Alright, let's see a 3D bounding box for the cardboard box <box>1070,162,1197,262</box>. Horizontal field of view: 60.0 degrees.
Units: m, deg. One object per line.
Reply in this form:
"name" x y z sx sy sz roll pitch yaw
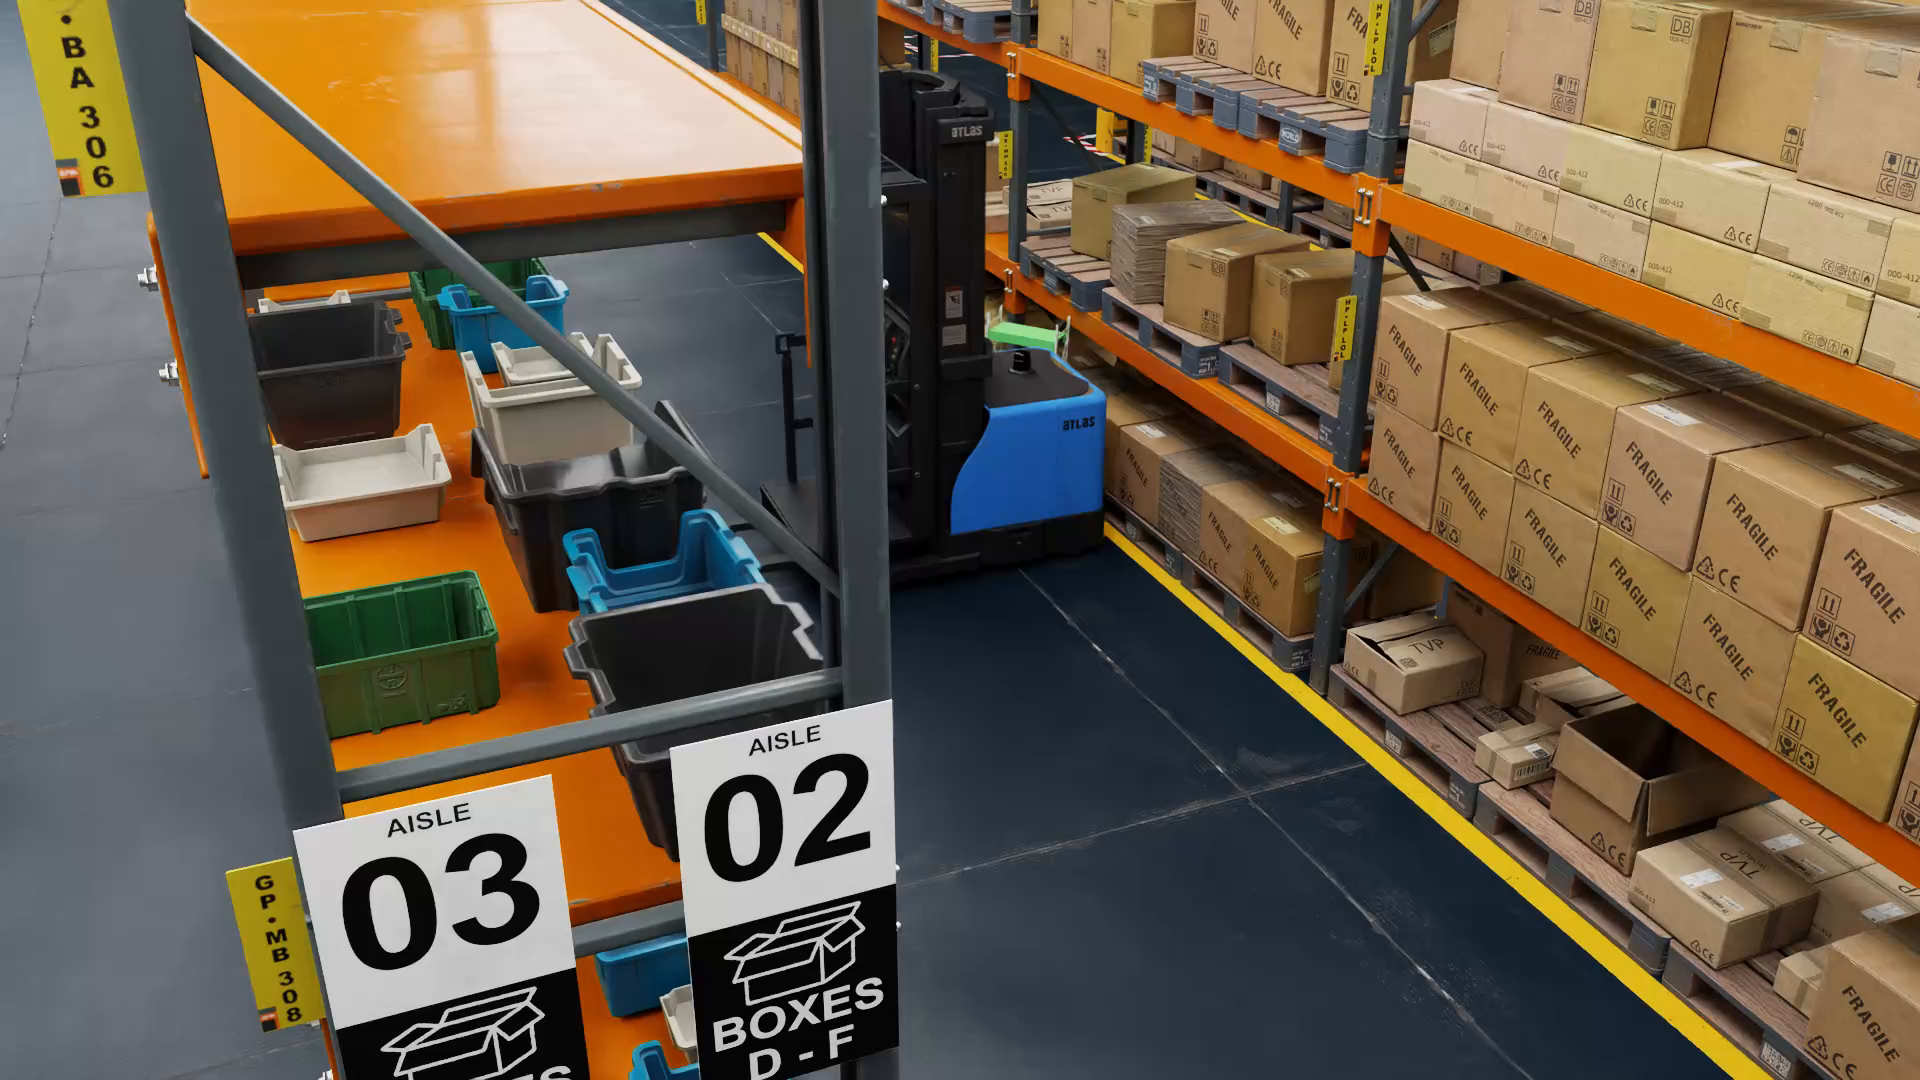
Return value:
"cardboard box" 1.175 -2.221 11.288 0.700 0.500 0.500 -22 34 -37

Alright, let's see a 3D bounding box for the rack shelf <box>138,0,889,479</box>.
"rack shelf" -1.385 -1.143 4.111 1.077 0.370 4.000 -11 28 -21

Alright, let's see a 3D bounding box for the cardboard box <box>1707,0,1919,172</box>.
"cardboard box" 3.219 -1.657 6.053 0.700 0.500 0.500 -11 28 -21

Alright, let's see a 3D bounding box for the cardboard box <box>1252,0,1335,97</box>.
"cardboard box" 1.979 -2.716 8.768 0.600 0.600 0.600 -11 28 -21

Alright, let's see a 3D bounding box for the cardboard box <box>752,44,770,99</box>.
"cardboard box" -1.738 -4.894 17.240 0.700 0.500 0.500 -10 28 -20

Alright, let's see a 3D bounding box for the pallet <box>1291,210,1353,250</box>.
"pallet" 4.121 -3.123 16.905 1.003 0.211 1.213 -11 28 -21

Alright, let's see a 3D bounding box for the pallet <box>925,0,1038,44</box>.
"pallet" 0.477 -3.744 11.796 1.213 0.211 1.003 -9 28 -18

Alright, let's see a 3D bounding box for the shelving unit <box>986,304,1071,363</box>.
"shelving unit" 0.426 -0.953 11.284 0.503 1.200 0.258 13 26 20

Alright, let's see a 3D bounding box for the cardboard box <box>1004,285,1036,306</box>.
"cardboard box" 0.676 -1.900 13.239 0.500 0.311 0.500 -11 28 -22

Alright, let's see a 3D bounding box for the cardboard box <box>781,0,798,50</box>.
"cardboard box" -1.316 -5.049 16.080 0.700 0.500 0.500 -11 28 -21

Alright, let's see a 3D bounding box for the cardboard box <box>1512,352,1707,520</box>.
"cardboard box" 2.720 -0.447 6.994 0.500 0.500 0.500 -11 28 -22

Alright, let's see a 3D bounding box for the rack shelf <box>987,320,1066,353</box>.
"rack shelf" 0.448 -1.331 11.112 0.480 0.148 0.258 13 26 20

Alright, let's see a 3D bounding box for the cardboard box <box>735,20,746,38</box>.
"cardboard box" -2.151 -5.386 17.509 0.380 0.149 0.250 -10 28 -20

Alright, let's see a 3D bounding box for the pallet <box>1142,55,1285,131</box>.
"pallet" 1.791 -2.565 9.379 1.213 0.211 1.003 -11 28 -21

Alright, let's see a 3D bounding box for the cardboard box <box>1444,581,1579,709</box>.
"cardboard box" 2.875 0.499 8.656 0.500 0.500 0.500 -11 28 -21

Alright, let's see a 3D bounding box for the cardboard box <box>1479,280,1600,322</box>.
"cardboard box" 2.827 -0.942 8.007 0.500 0.500 0.500 -10 28 -20

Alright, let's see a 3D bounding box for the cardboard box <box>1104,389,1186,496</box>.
"cardboard box" 1.142 -0.650 11.011 0.500 0.500 0.500 -11 28 -21

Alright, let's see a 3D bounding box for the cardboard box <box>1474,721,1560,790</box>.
"cardboard box" 2.704 1.022 7.966 0.380 0.166 0.250 -11 28 -21

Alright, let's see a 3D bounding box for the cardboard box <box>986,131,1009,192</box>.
"cardboard box" 0.152 -2.942 13.243 0.500 0.500 0.500 -12 29 -23

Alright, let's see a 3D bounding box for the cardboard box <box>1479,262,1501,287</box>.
"cardboard box" 5.051 -2.431 14.658 0.700 0.500 0.500 -10 28 -20

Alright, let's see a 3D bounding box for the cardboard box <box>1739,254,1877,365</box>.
"cardboard box" 3.120 -0.839 5.801 0.500 0.250 0.500 -11 28 -21

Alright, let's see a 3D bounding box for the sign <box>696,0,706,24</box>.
"sign" -2.821 -5.784 18.100 0.100 0.325 0.005 -11 28 -21

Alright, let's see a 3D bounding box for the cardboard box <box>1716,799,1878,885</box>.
"cardboard box" 3.614 1.373 7.151 0.500 0.250 0.500 -11 28 -21

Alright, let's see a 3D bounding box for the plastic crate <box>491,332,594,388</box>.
"plastic crate" -1.320 -0.539 5.318 0.293 0.136 0.466 -11 28 -21

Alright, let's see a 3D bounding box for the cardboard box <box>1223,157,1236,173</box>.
"cardboard box" 3.207 -4.256 18.795 0.380 0.149 0.250 -13 29 -25

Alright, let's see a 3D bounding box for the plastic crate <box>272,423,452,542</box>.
"plastic crate" -1.639 -0.164 4.549 0.437 0.136 0.530 -11 28 -21

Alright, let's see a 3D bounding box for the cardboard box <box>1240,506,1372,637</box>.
"cardboard box" 1.934 0.168 9.335 0.500 0.500 0.500 -11 28 -21

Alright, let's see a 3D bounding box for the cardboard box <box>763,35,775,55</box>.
"cardboard box" -1.752 -4.972 16.662 0.380 0.149 0.250 -10 28 -20

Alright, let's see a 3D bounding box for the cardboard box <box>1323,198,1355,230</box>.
"cardboard box" 4.118 -3.470 16.786 0.700 0.500 0.500 -10 28 -19

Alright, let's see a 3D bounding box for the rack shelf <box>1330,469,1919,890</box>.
"rack shelf" 3.174 0.523 7.080 1.077 0.370 4.000 -11 28 -21

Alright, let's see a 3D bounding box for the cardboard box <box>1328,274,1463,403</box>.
"cardboard box" 2.411 -1.071 8.932 0.700 0.500 0.500 -22 34 -37

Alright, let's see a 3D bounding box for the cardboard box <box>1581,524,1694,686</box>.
"cardboard box" 2.938 0.214 6.780 0.500 0.500 0.500 -11 28 -21

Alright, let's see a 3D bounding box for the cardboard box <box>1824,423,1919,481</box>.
"cardboard box" 3.623 -0.124 6.332 0.500 0.500 0.500 -10 28 -20

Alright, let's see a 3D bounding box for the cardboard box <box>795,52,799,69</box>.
"cardboard box" -1.349 -4.558 15.813 0.380 0.149 0.250 -11 28 -21

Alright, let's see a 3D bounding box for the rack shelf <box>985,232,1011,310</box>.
"rack shelf" 0.041 -2.707 13.694 1.077 0.370 4.000 -11 28 -21

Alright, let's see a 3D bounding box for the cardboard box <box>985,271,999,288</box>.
"cardboard box" -0.012 -2.010 13.463 0.500 0.311 0.500 -11 28 -21

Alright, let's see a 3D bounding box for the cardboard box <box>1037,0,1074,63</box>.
"cardboard box" 1.026 -3.445 10.854 0.910 0.500 0.500 -11 28 -21

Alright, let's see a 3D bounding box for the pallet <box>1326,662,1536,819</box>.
"pallet" 2.659 0.923 8.619 1.003 0.211 1.213 -11 28 -21

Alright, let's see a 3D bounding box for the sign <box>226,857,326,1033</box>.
"sign" -1.102 0.657 2.686 0.100 0.325 0.005 -11 28 -21

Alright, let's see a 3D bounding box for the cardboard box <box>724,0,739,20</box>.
"cardboard box" -2.117 -5.868 17.757 0.700 0.500 0.500 -10 28 -20

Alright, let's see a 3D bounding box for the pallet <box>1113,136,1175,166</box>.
"pallet" 2.564 -4.687 20.109 1.003 0.211 1.213 -11 28 -21

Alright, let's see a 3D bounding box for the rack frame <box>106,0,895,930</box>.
"rack frame" -0.602 -0.839 2.212 1.000 3.000 0.127 -11 28 -21

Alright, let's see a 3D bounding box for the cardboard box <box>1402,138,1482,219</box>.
"cardboard box" 2.354 -1.649 7.461 0.500 0.250 0.500 -11 28 -21

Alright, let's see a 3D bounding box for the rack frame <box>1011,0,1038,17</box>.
"rack frame" 0.825 -4.918 10.567 1.000 3.000 0.127 -11 28 -21

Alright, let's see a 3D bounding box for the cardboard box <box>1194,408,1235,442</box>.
"cardboard box" 1.837 -0.862 10.590 0.500 0.250 0.500 -11 28 -22

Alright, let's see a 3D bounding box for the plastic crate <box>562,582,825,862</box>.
"plastic crate" -0.496 0.364 3.315 0.497 0.269 0.590 -11 28 -21

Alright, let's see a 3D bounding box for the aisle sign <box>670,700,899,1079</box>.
"aisle sign" -0.300 0.667 3.003 0.394 0.787 0.004 -11 28 -21

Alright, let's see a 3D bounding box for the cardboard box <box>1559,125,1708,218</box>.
"cardboard box" 2.735 -1.468 6.521 0.500 0.250 0.500 -11 28 -21

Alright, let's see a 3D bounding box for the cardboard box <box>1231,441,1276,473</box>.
"cardboard box" 2.018 -0.336 10.366 0.500 0.500 0.500 -10 28 -20

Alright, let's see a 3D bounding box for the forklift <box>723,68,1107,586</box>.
"forklift" -0.658 -1.211 9.890 3.031 2.935 1.130 -9 28 -18
